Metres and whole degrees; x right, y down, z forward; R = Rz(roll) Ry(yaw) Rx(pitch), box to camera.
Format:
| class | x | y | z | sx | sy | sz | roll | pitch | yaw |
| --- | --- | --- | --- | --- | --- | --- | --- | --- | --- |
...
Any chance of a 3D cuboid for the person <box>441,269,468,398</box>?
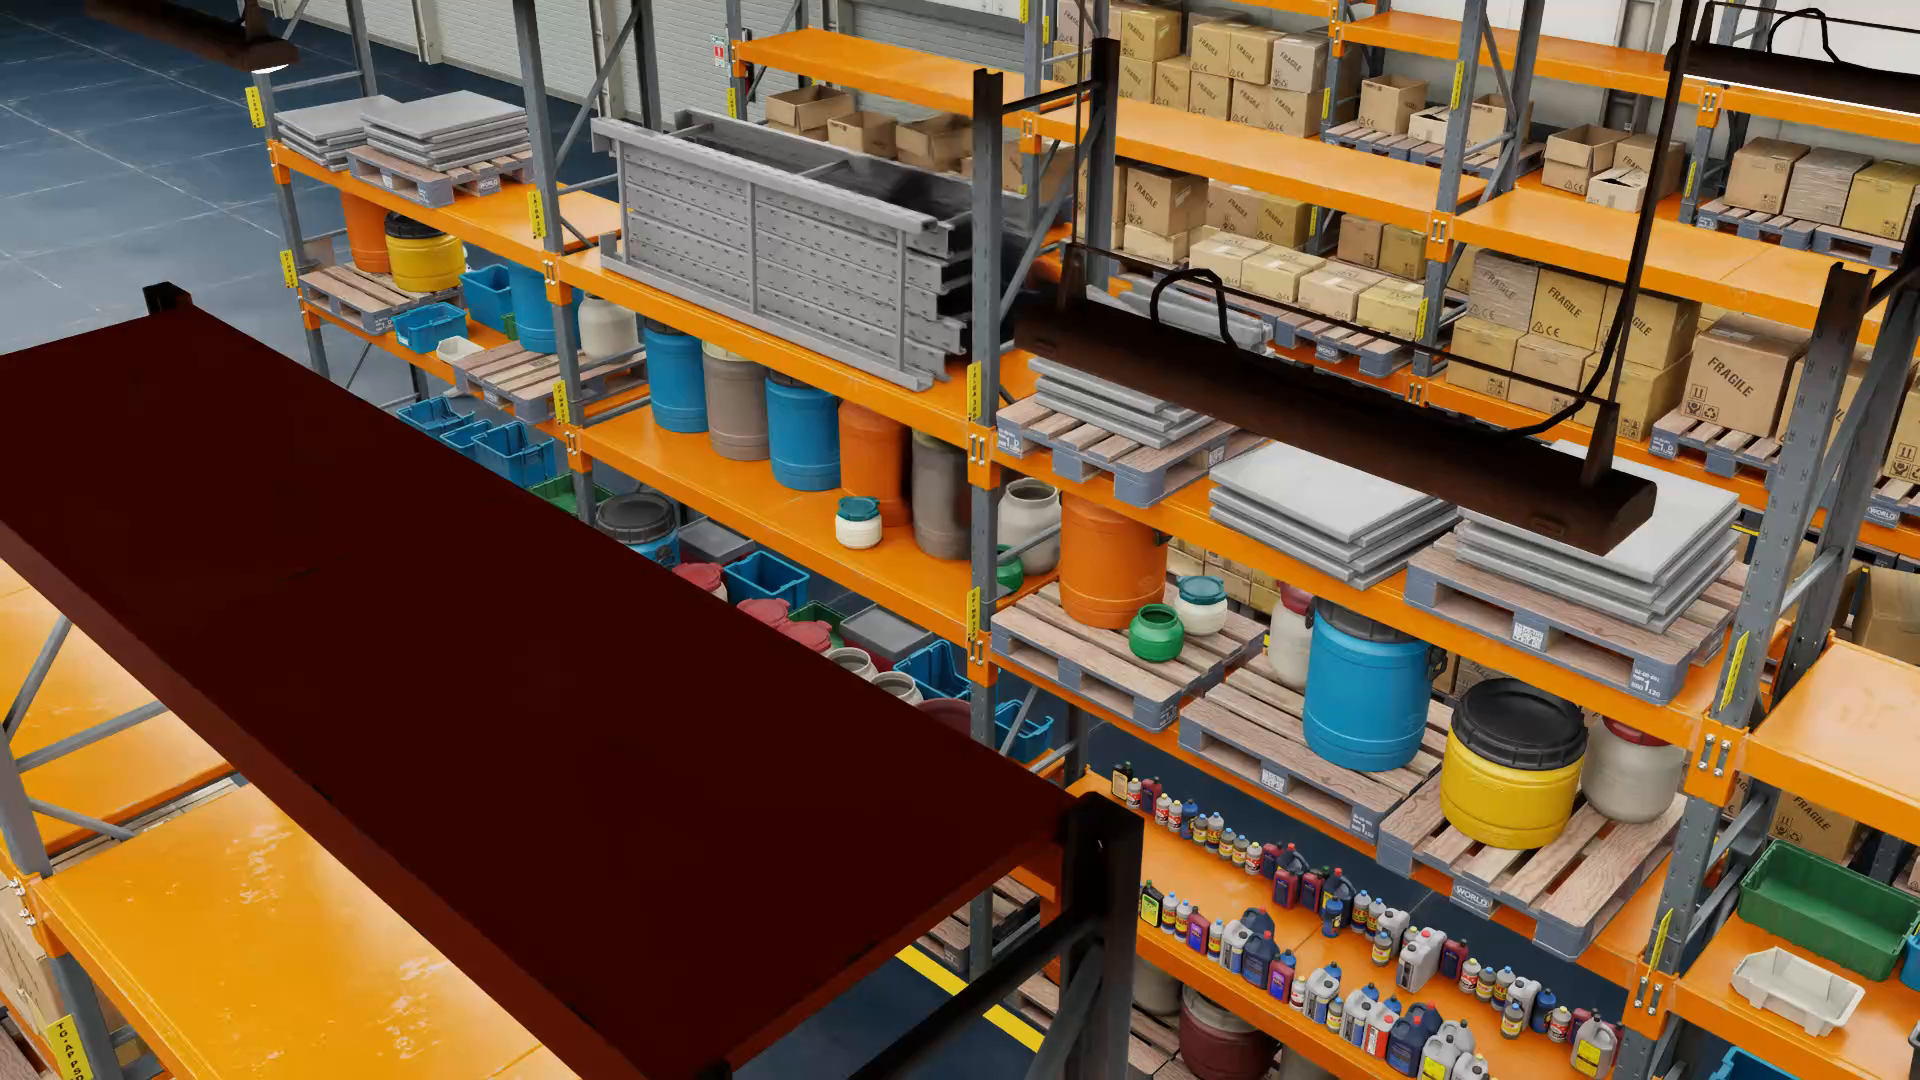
| class | x | y | z | sx | sy | sz | roll | pitch | yaw |
| --- | --- | --- | --- | --- | --- | --- | --- | --- | --- |
| person | -5.548 | -2.511 | 18.904 | 0.954 | 1.755 | 0.682 | -11 | 31 | -19 |
